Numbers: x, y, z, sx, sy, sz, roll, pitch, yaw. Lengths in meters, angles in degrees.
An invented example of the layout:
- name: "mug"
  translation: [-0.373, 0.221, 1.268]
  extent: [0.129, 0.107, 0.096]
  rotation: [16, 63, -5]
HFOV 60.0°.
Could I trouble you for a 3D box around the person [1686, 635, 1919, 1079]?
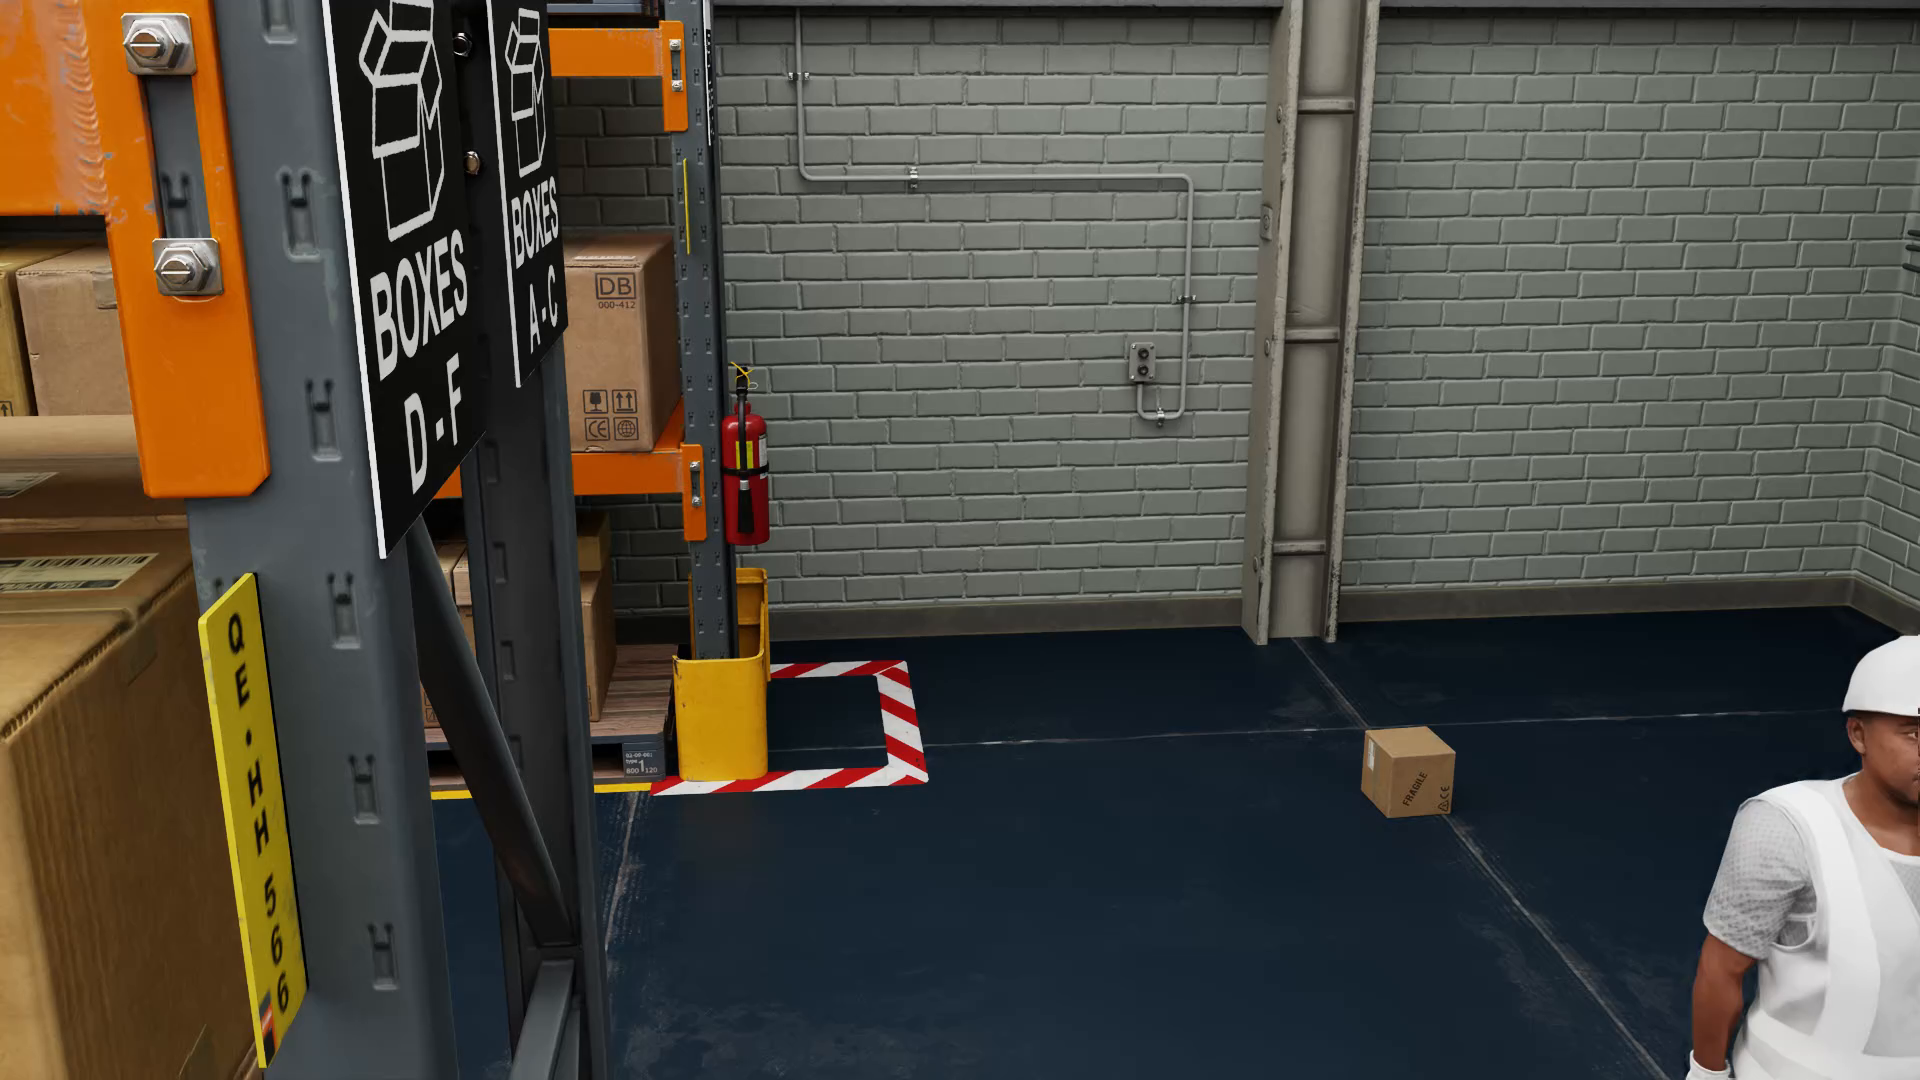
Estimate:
- name: "person"
  translation: [1.644, 1.070, 2.929]
  extent: [0.550, 1.811, 0.773]
  rotation: [-2, 17, -8]
